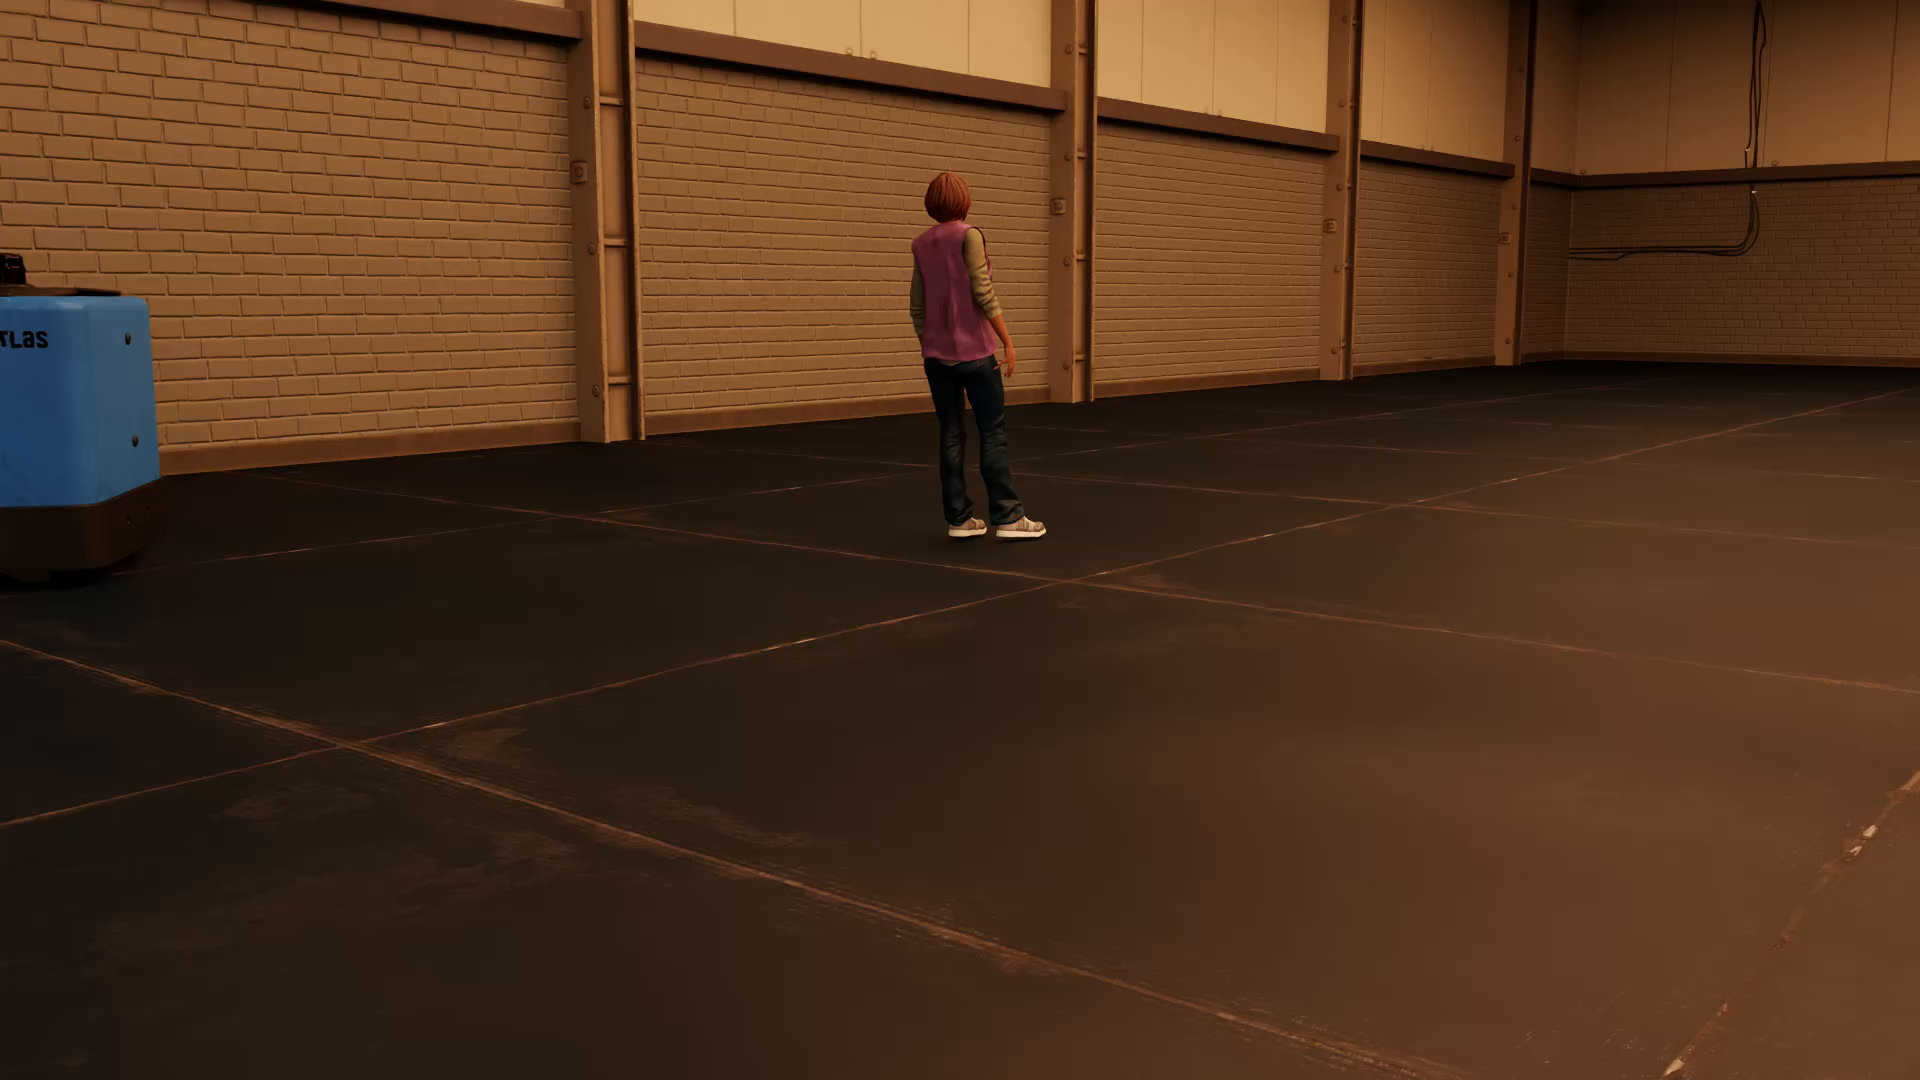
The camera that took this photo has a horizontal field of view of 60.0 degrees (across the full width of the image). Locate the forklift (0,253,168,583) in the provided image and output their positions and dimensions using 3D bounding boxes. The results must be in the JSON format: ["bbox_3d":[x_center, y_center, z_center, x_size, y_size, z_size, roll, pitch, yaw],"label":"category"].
[{"bbox_3d":[-4.764,-1.298,6.150,3.031,2.935,1.130,-2,9,-12],"label":"forklift"}]

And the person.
[{"bbox_3d":[0.057,-0.805,7.336,0.520,1.597,0.476,7,11,38],"label":"person"}]
